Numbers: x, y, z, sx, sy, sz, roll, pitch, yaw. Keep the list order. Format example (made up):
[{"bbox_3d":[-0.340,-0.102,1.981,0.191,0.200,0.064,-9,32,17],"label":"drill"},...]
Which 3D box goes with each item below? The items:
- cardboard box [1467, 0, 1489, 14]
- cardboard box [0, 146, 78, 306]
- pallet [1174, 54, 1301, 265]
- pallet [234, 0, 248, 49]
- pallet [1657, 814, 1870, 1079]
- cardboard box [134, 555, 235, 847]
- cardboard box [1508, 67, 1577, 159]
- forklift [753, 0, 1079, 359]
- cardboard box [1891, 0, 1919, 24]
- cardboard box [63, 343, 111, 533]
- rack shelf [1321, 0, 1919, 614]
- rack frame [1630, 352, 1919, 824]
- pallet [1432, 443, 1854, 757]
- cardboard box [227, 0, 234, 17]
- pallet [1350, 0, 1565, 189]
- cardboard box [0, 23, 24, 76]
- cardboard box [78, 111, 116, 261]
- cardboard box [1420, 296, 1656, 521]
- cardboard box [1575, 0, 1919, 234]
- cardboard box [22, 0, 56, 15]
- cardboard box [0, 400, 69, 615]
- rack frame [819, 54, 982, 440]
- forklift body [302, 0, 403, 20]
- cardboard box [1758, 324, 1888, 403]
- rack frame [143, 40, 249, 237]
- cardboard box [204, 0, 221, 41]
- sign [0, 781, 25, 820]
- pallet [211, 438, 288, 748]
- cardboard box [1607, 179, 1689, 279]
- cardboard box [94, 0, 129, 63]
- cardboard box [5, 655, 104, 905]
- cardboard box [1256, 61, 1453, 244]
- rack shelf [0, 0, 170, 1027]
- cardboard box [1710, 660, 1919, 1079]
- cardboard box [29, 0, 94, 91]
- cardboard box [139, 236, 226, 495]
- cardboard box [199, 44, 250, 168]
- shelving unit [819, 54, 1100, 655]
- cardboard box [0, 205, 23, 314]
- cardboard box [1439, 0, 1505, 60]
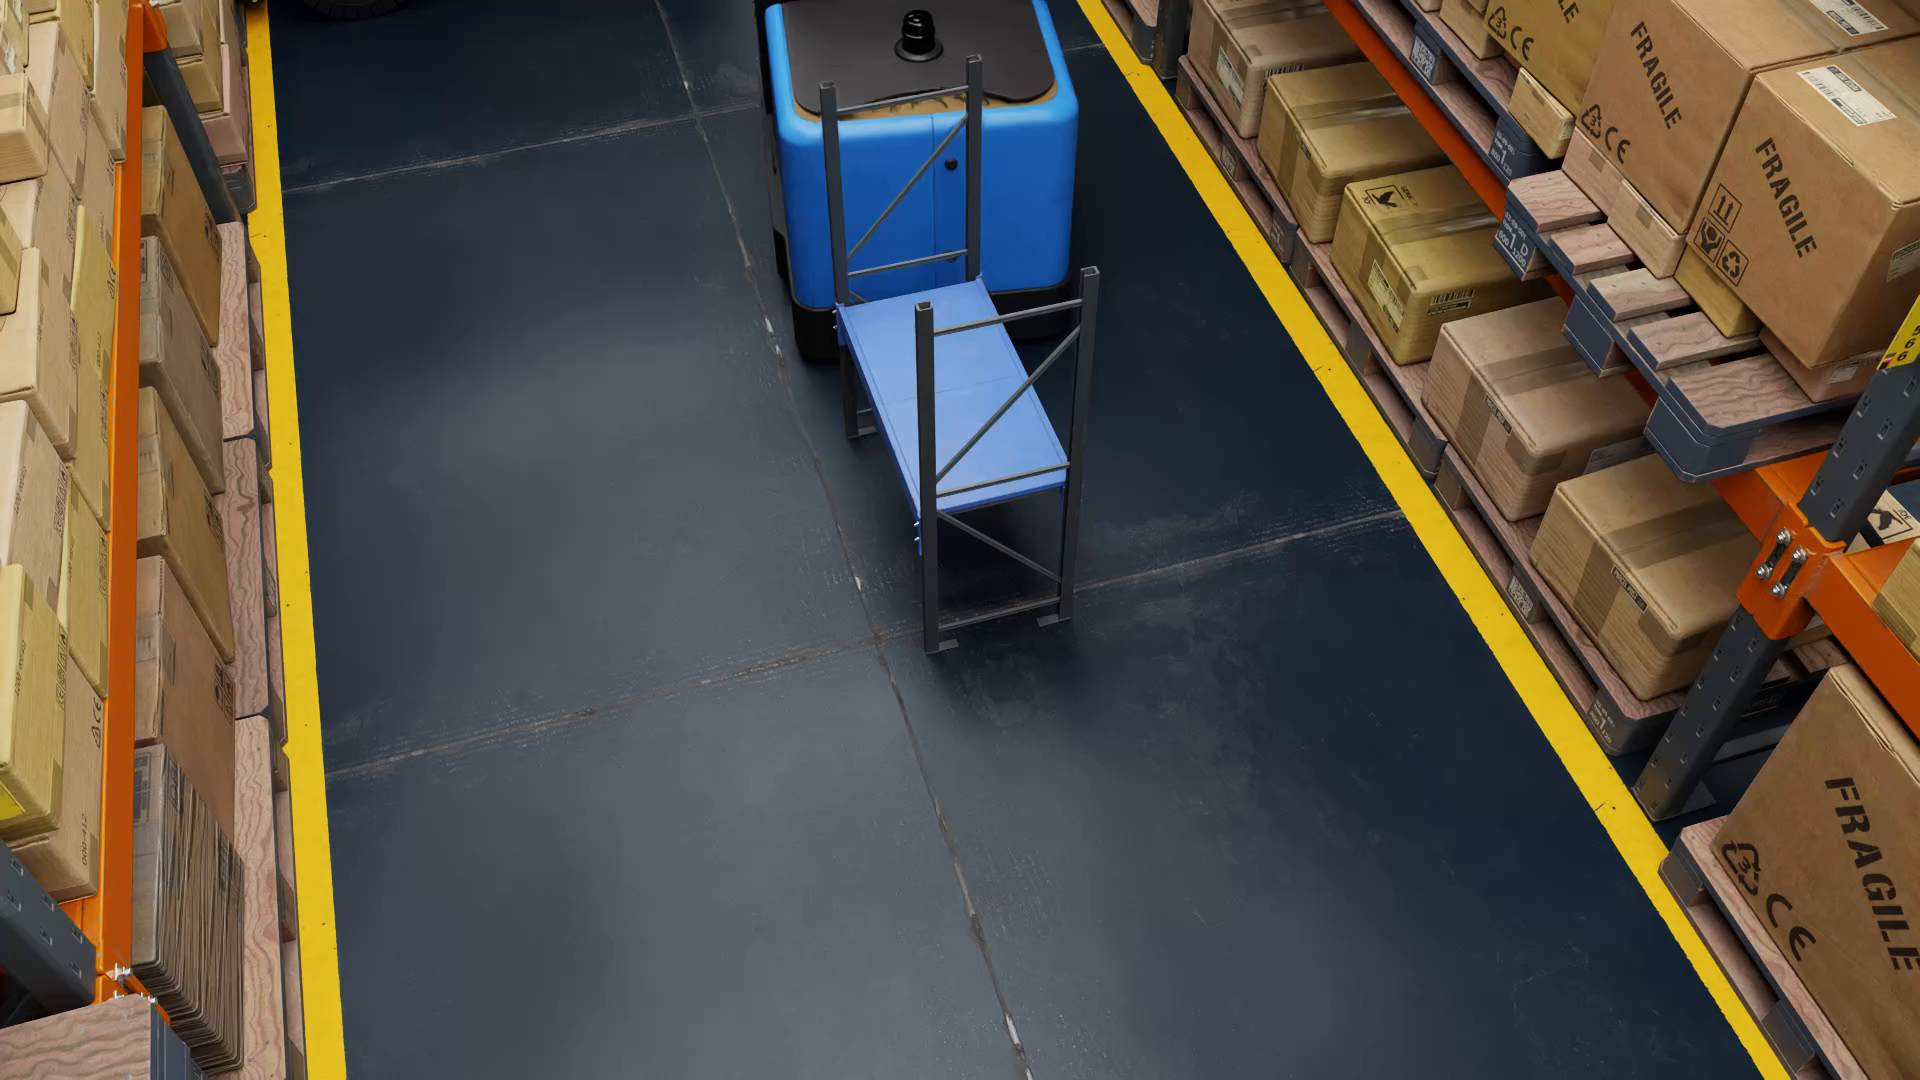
[{"bbox_3d":[1.677,-1.941,4.890,0.500,0.500,0.500,-15,52,-12],"label":"cardboard box"},{"bbox_3d":[-2.547,-0.753,4.194,0.500,0.250,0.500,-13,51,-10],"label":"cardboard box"},{"bbox_3d":[1.600,-1.721,7.062,1.003,0.211,1.213,-13,51,-11],"label":"pallet"},{"bbox_3d":[-3.932,-2.647,7.843,1.003,0.211,1.213,-13,51,-11],"label":"pallet"},{"bbox_3d":[2.712,1.225,4.579,1.003,0.211,1.213,-13,51,-11],"label":"pallet"},{"bbox_3d":[-2.562,0.555,4.599,0.875,0.625,0.625,-12,51,-10],"label":"cardboard box"},{"bbox_3d":[1.802,-1.244,4.726,0.380,0.149,0.250,-13,51,-10],"label":"cardboard box"},{"bbox_3d":[-0.300,-2.770,6.168,1.130,2.935,3.031,-6,50,-5],"label":"forklift"},{"bbox_3d":[2.478,-1.290,4.341,0.500,0.500,0.500,-11,51,-9],"label":"cardboard box"},{"bbox_3d":[-2.390,-0.215,4.068,0.500,0.250,0.500,-15,51,-12],"label":"cardboard box"},{"bbox_3d":[1.959,-1.495,5.519,1.077,0.370,4.000,-13,51,-11],"label":"rack shelf"},{"bbox_3d":[2.551,-0.266,4.013,1.000,3.000,0.127,-13,51,-11],"label":"rack frame"},{"bbox_3d":[2.321,0.061,5.560,1.003,0.211,1.213,-13,51,-11],"label":"pallet"},{"bbox_3d":[-3.531,-2.479,7.402,0.500,0.250,0.500,-13,51,-10],"label":"cardboard box"},{"bbox_3d":[1.926,-1.641,5.297,1.003,0.211,1.213,-13,51,-11],"label":"pallet"},{"bbox_3d":[-2.653,-1.178,4.292,0.380,0.149,0.250,-13,51,-11],"label":"cardboard box"},{"bbox_3d":[-2.702,-0.970,4.704,0.500,0.250,0.500,-13,51,-11],"label":"cardboard box"},{"bbox_3d":[2.167,-0.507,5.659,0.950,0.372,0.625,-14,51,-12],"label":"cardboard box"},{"bbox_3d":[1.988,-1.174,4.243,0.500,0.500,0.500,-14,51,-12],"label":"cardboard box"},{"bbox_3d":[-2.739,-1.568,4.620,0.380,0.149,0.250,-15,51,-12],"label":"cardboard box"},{"bbox_3d":[-2.234,0.001,3.559,0.500,0.250,0.500,-12,51,-10],"label":"cardboard box"},{"bbox_3d":[-0.176,-0.917,5.542,0.500,1.500,0.032,-13,51,-11],"label":"rack frame"},{"bbox_3d":[-2.252,-3.738,7.495,2.313,2.155,1.214,-13,51,-11],"label":"forklift body"},{"bbox_3d":[2.229,-0.507,4.105,0.380,0.149,0.250,-12,51,-10],"label":"cardboard box"},{"bbox_3d":[-3.373,-2.063,5.527,1.000,3.000,0.127,-13,51,-11],"label":"rack frame"},{"bbox_3d":[-3.372,-2.263,6.893,0.500,0.250,0.500,-14,51,-11],"label":"cardboard box"},{"bbox_3d":[-1.674,0.382,2.761,0.100,0.325,0.005,-13,51,-11],"label":"sign"},{"bbox_3d":[-2.753,0.258,5.394,1.003,0.211,1.213,-13,51,-11],"label":"pallet"},{"bbox_3d":[1.964,-0.860,4.403,0.380,0.149,0.250,-14,51,-11],"label":"cardboard box"},{"bbox_3d":[-2.974,-1.705,5.324,0.500,0.250,0.500,-12,51,-10],"label":"cardboard box"},{"bbox_3d":[-2.087,0.528,3.441,0.500,0.250,0.500,-13,51,-11],"label":"cardboard box"},{"bbox_3d":[1.741,-1.569,6.555,0.950,0.372,0.625,-10,51,-9],"label":"cardboard box"},{"bbox_3d":[-2.781,-0.370,4.571,1.077,0.370,4.000,-13,51,-11],"label":"rack shelf"},{"bbox_3d":[2.676,0.807,4.223,0.875,0.875,0.875,-14,51,-11],"label":"cardboard box"},{"bbox_3d":[-2.824,-1.501,4.824,0.500,0.250,0.500,-15,51,-12],"label":"cardboard box"},{"bbox_3d":[-2.985,-0.486,5.476,0.875,0.625,0.625,-14,51,-11],"label":"cardboard box"},{"bbox_3d":[-3.199,-1.740,6.779,0.500,0.250,0.500,-13,51,-11],"label":"cardboard box"},{"bbox_3d":[-0.025,-0.546,5.229,0.538,1.500,1.048,-13,51,-11],"label":"shelving unit"},{"bbox_3d":[-2.394,-0.622,3.823,0.380,0.149,0.250,-12,51,-10],"label":"cardboard box"},{"bbox_3d":[1.695,-1.621,5.044,0.380,0.149,0.250,-15,51,-12],"label":"cardboard box"}]
